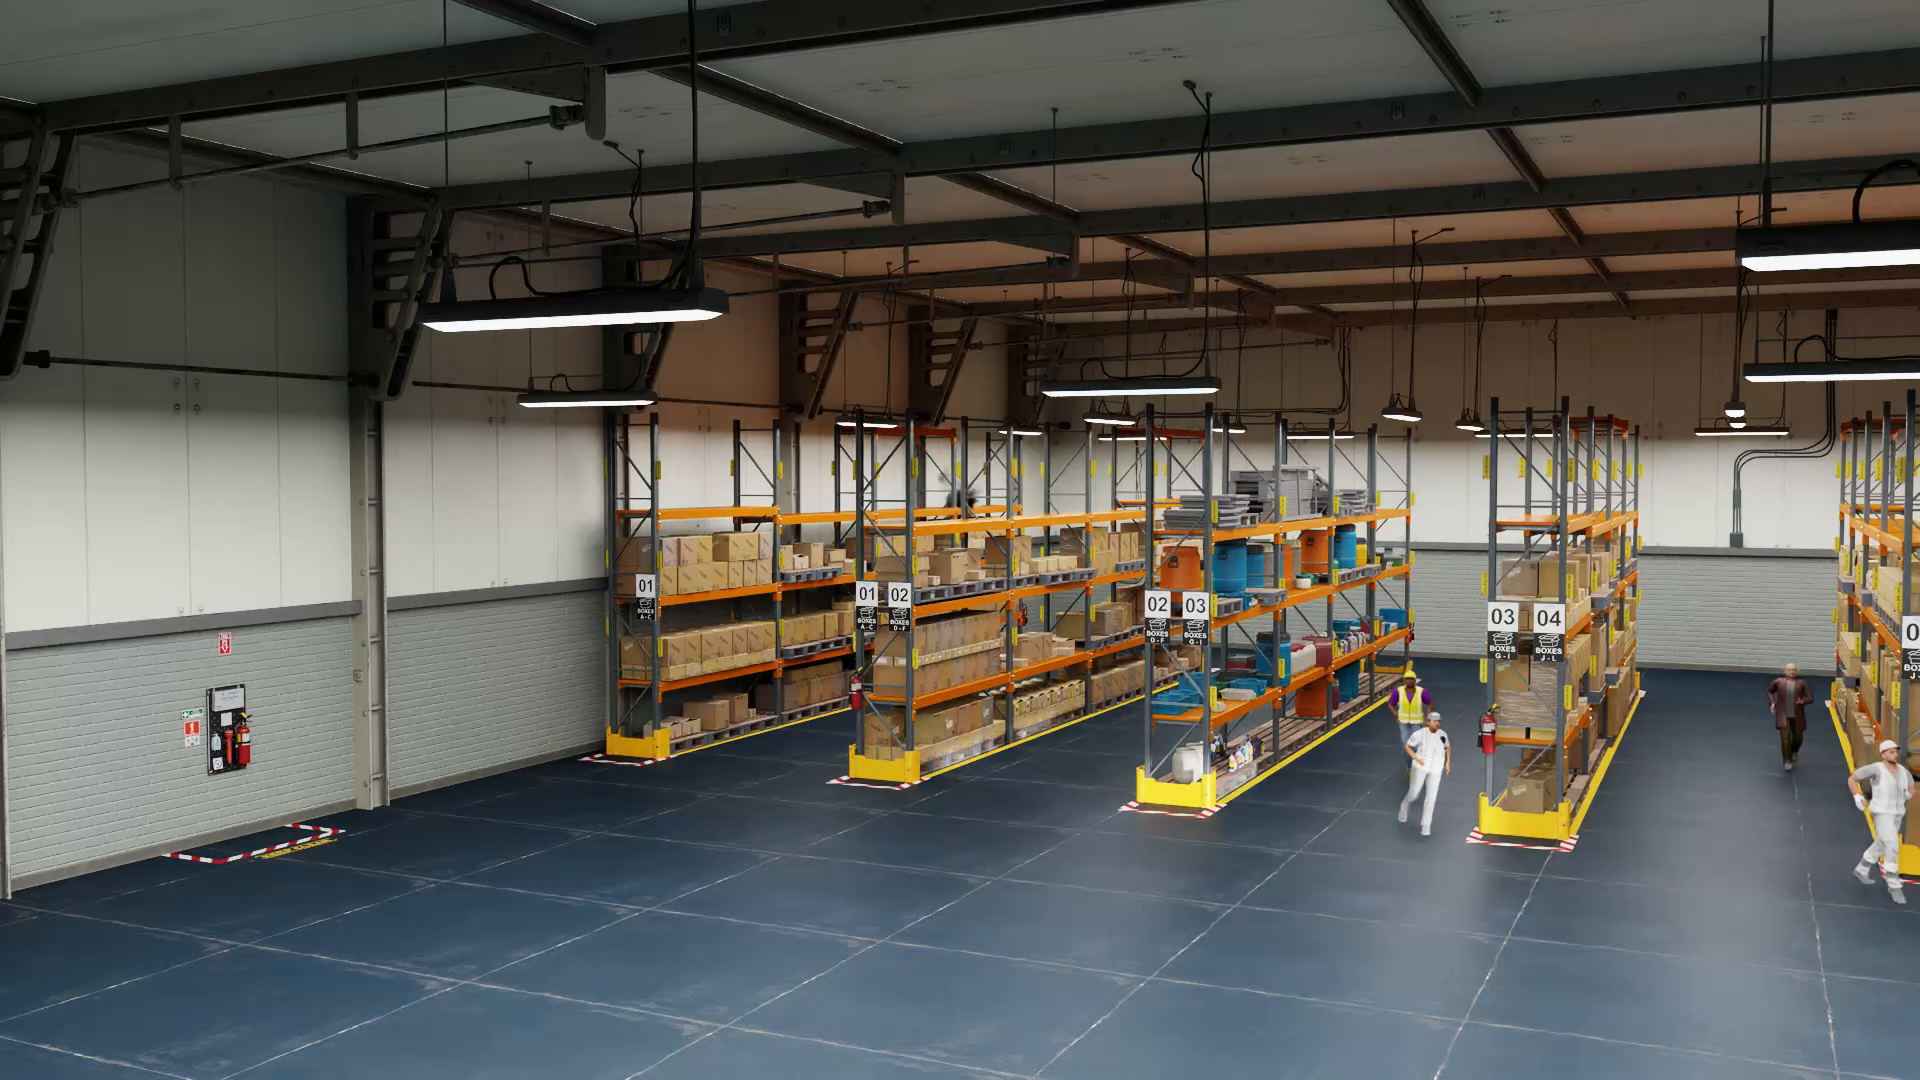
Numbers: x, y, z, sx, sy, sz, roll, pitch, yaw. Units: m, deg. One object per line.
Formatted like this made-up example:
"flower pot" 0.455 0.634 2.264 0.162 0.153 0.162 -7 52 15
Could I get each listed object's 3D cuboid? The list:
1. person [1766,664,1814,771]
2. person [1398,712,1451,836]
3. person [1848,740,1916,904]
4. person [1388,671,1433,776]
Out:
"person" 13.901 2.945 27.861 0.719 1.752 0.980 1 3 23
"person" 6.510 3.212 23.094 0.686 1.625 0.919 0 2 2
"person" 10.935 3.287 19.612 0.732 1.848 0.837 -1 3 -19
"person" 7.315 2.989 27.074 0.698 1.724 0.577 1 3 20
